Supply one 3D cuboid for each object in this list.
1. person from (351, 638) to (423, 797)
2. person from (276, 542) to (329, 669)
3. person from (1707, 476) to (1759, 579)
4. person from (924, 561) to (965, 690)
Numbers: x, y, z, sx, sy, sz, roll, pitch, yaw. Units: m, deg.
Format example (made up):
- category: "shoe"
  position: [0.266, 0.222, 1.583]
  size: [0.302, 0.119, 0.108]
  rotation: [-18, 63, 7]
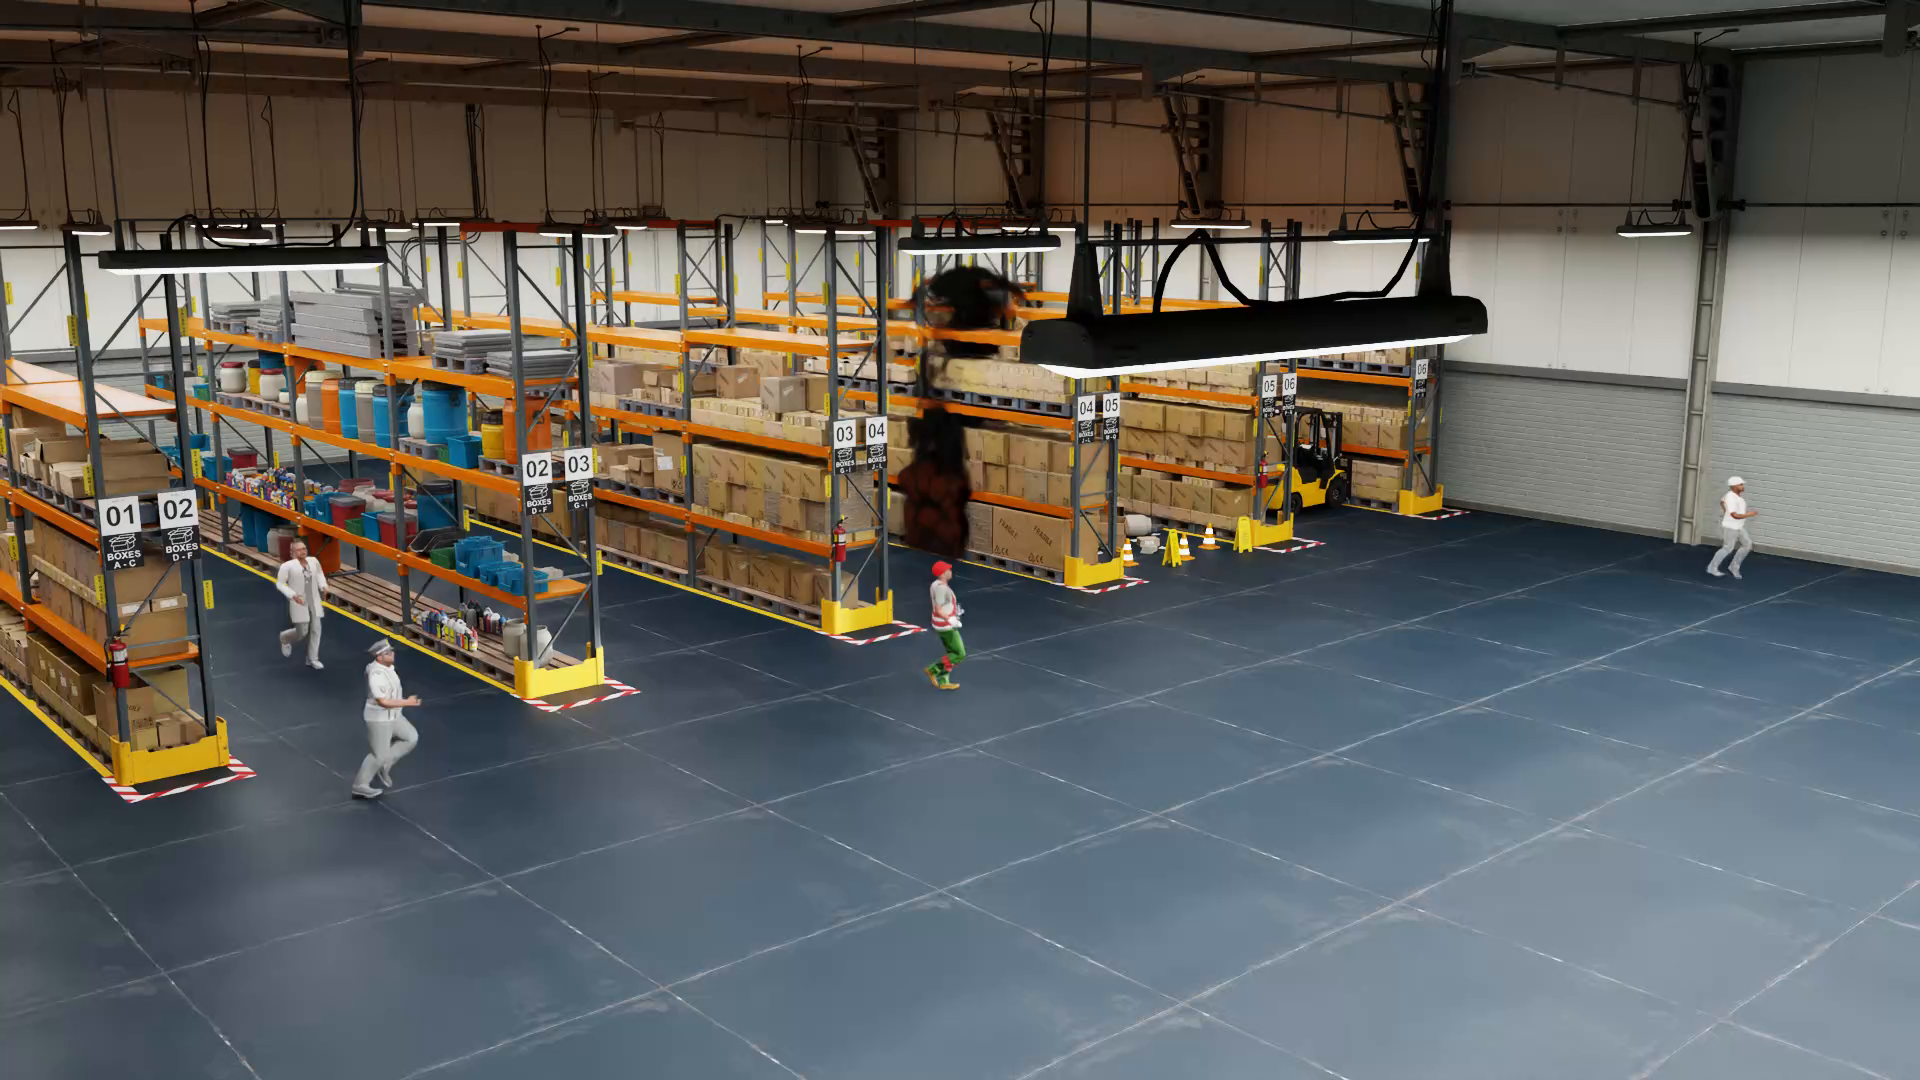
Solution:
- category: "person"
  position: [-6.211, 1.898, 18.022]
  size: [0.809, 1.731, 0.691]
  rotation: [-1, 11, -6]
- category: "person"
  position: [-9.138, 0.881, 23.136]
  size: [0.827, 1.767, 0.716]
  rotation: [10, 15, 41]
- category: "person"
  position: [13.222, -0.190, 28.391]
  size: [0.731, 1.816, 0.684]
  rotation: [9, 14, 36]
- category: "person"
  position: [-0.192, 1.129, 21.872]
  size: [0.612, 1.738, 0.651]
  rotation: [-3, 12, -13]
